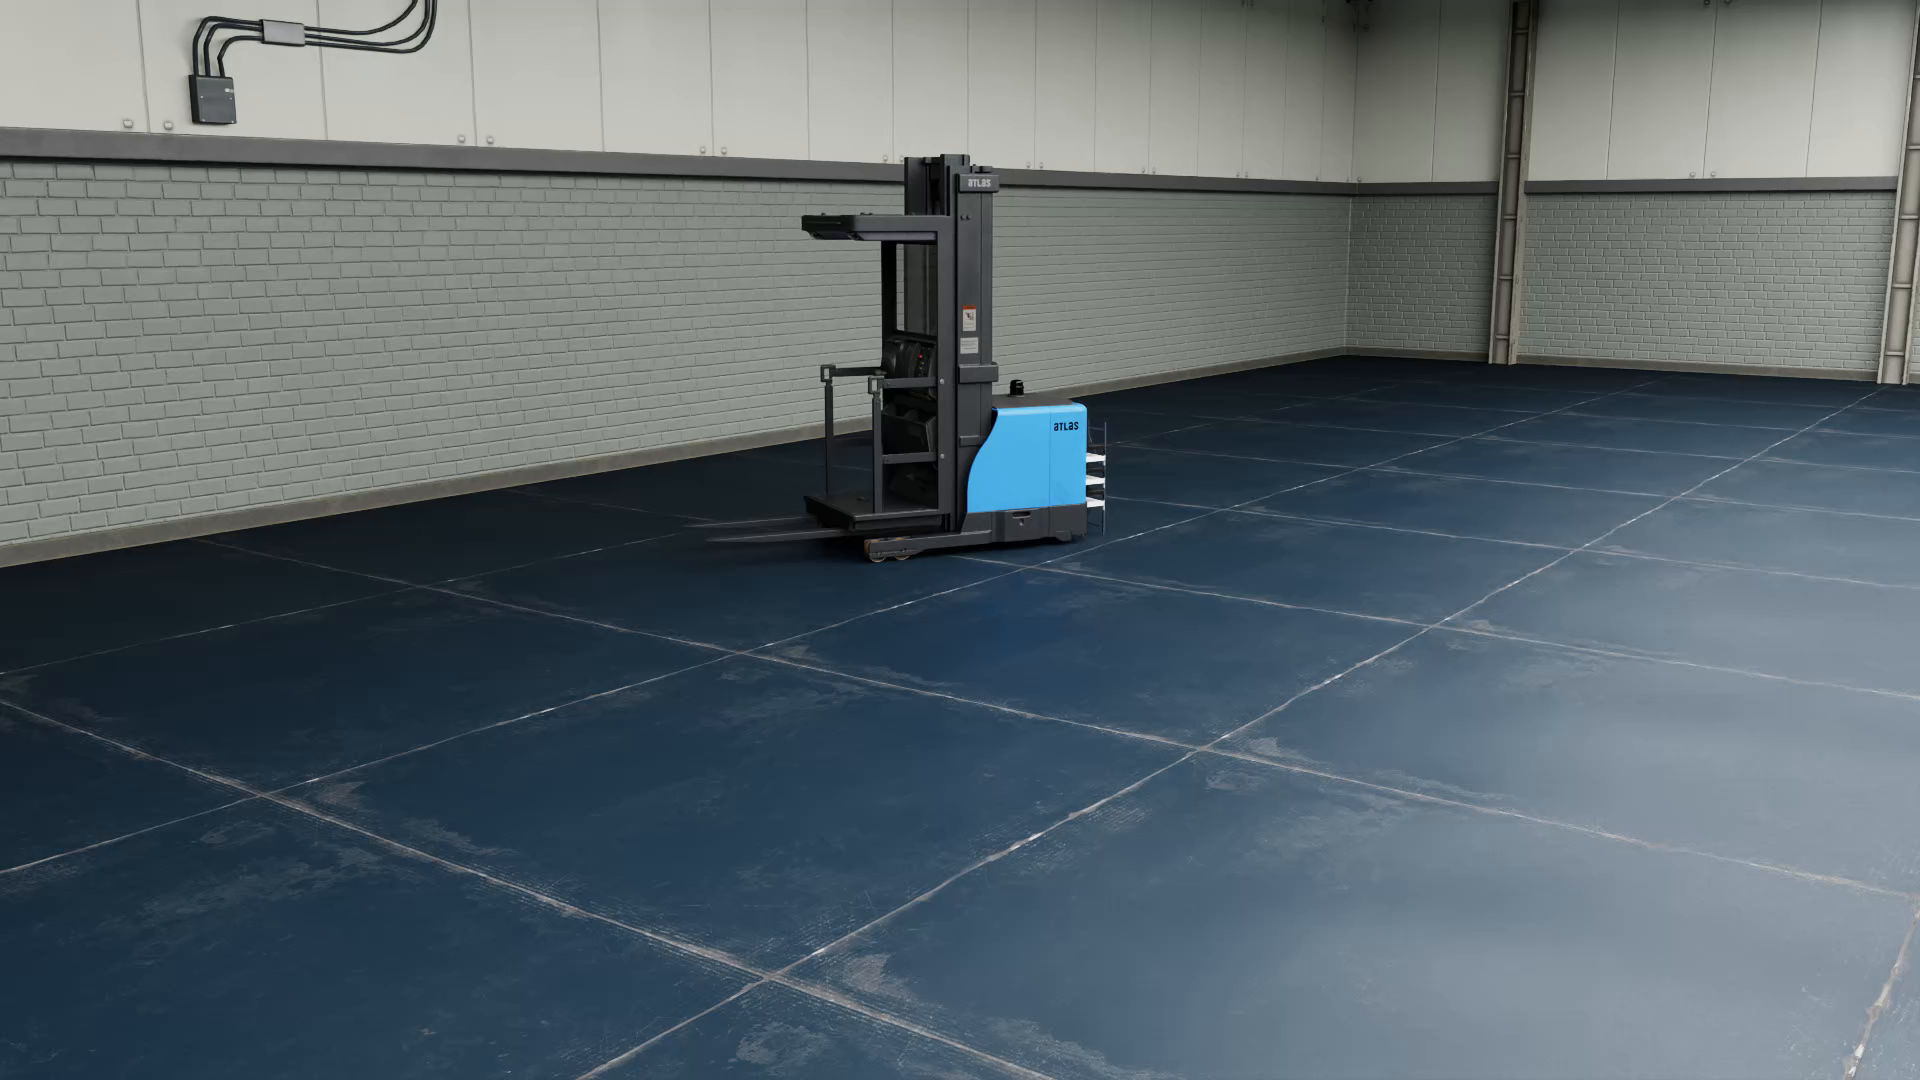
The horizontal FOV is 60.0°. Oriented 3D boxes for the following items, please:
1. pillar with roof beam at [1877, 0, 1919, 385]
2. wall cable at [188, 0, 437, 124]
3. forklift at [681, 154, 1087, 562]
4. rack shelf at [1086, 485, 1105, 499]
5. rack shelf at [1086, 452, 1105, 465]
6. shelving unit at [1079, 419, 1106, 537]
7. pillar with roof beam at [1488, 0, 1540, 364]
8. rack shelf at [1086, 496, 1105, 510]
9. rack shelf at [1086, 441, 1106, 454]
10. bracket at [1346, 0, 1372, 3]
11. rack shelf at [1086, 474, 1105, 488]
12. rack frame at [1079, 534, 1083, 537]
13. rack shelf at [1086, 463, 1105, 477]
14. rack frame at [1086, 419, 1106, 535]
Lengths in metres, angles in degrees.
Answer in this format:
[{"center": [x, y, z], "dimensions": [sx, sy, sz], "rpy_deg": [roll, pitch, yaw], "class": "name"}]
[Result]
[{"center": [11.726, -6.161, 21.186], "dimensions": [0.400, 9.000, 9.100], "rpy_deg": [8, 13, 36], "class": "pillar with roof beam"}, {"center": [-5.167, -6.328, 13.092], "dimensions": [0.169, 6.003, 2.305], "rpy_deg": [8, 13, 36], "class": "wall cable"}, {"center": [-0.570, -1.389, 12.493], "dimensions": [3.031, 2.935, 1.130], "rpy_deg": [-5, 12, -24], "class": "forklift"}, {"center": [0.996, -0.373, 13.238], "dimensions": [0.200, 0.077, 0.258], "rpy_deg": [-7, 13, -31], "class": "rack shelf"}, {"center": [0.996, -0.638, 13.187], "dimensions": [0.200, 0.077, 0.258], "rpy_deg": [-7, 13, -31], "class": "rack shelf"}, {"center": [0.996, -0.494, 13.215], "dimensions": [0.210, 0.900, 0.258], "rpy_deg": [-7, 13, -31], "class": "shelving unit"}, {"center": [6.890, -6.836, 24.673], "dimensions": [0.548, 9.000, 9.100], "rpy_deg": [8, 13, 36], "class": "pillar with roof beam"}, {"center": [0.996, -0.285, 13.255], "dimensions": [0.200, 0.077, 0.258], "rpy_deg": [-7, 13, -31], "class": "rack shelf"}, {"center": [0.996, -0.727, 13.170], "dimensions": [0.200, 0.077, 0.258], "rpy_deg": [-7, 13, -31], "class": "rack shelf"}, {"center": [6.983, -9.521, 29.075], "dimensions": [0.430, 0.232, 0.235], "rpy_deg": [8, 13, 36], "class": "bracket"}, {"center": [0.996, -0.461, 13.221], "dimensions": [0.200, 0.077, 0.258], "rpy_deg": [-7, 13, -31], "class": "rack shelf"}, {"center": [0.910, -0.484, 13.162], "dimensions": [0.006, 0.900, 0.240], "rpy_deg": [-7, 13, -31], "class": "rack frame"}, {"center": [0.996, -0.550, 13.204], "dimensions": [0.200, 0.077, 0.258], "rpy_deg": [-7, 13, -31], "class": "rack shelf"}, {"center": [1.082, -0.504, 13.268], "dimensions": [0.006, 0.900, 0.240], "rpy_deg": [-7, 13, -31], "class": "rack frame"}]
